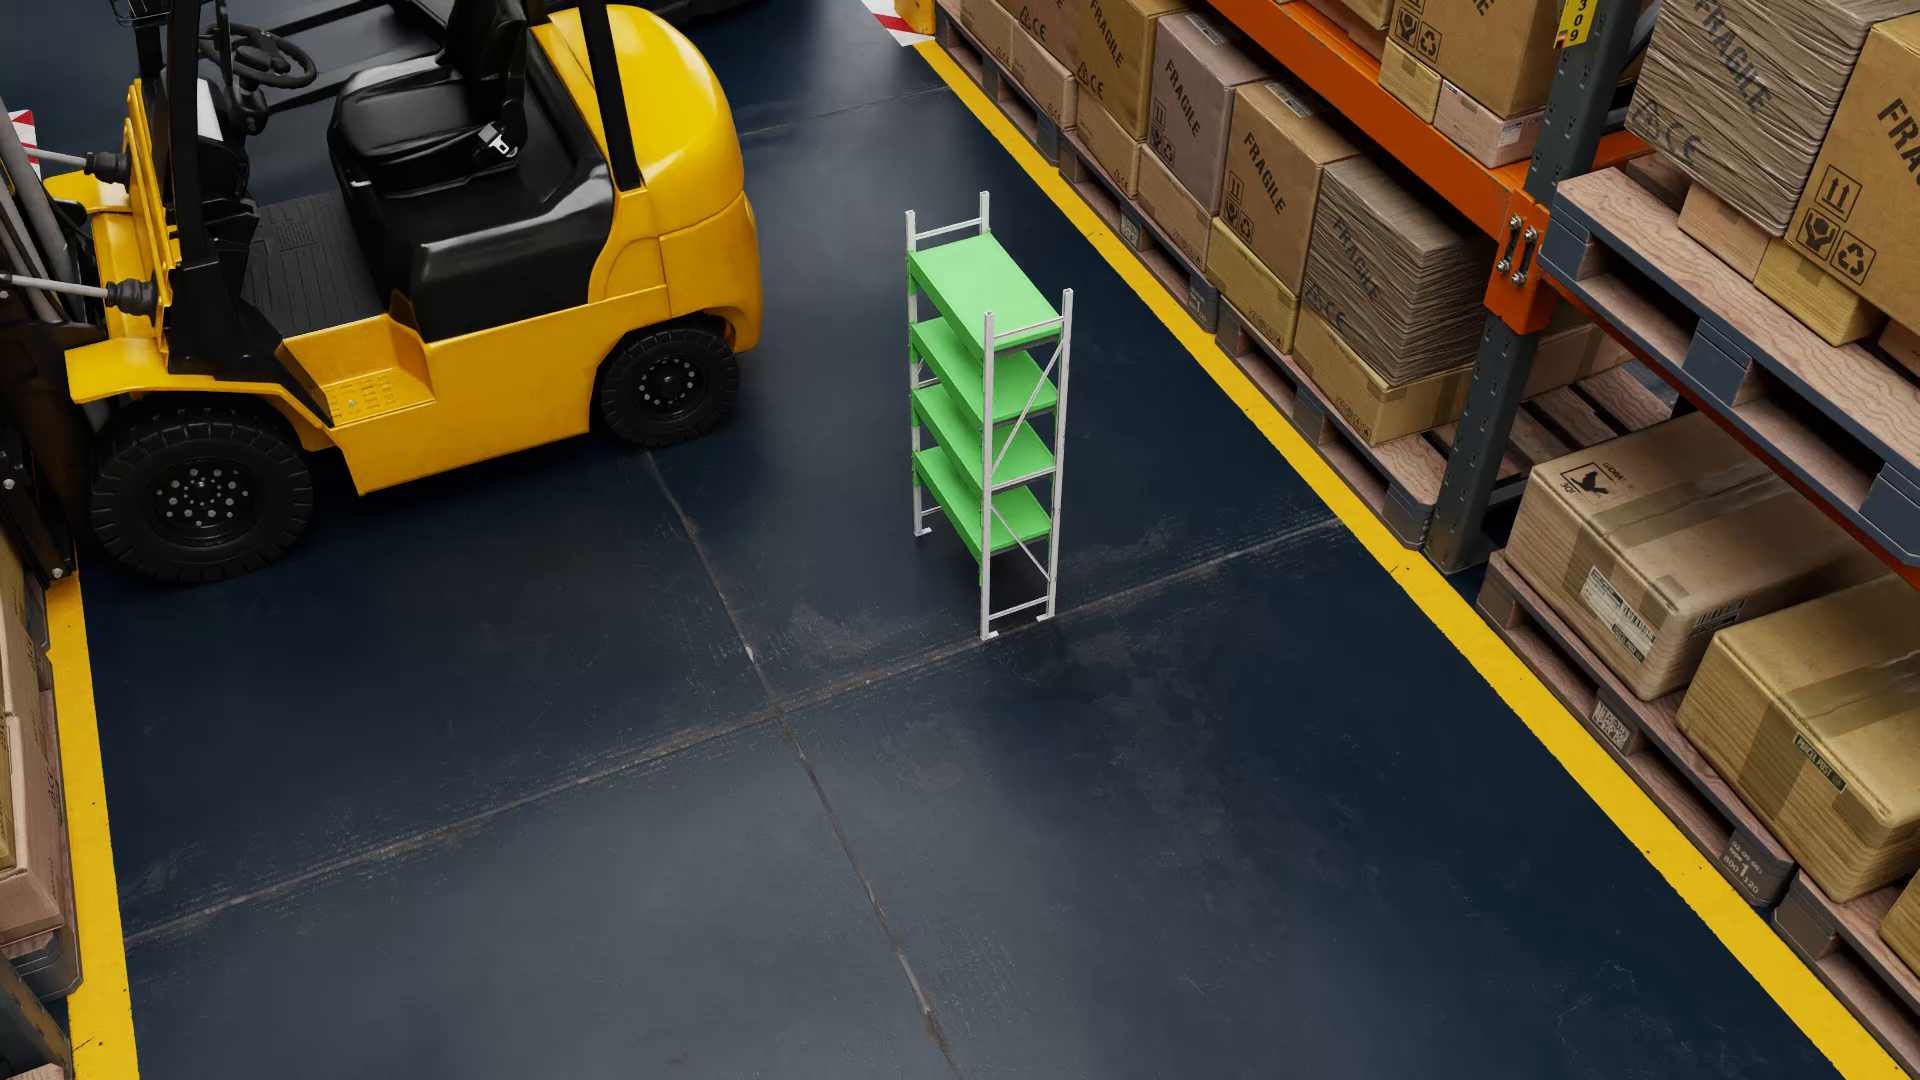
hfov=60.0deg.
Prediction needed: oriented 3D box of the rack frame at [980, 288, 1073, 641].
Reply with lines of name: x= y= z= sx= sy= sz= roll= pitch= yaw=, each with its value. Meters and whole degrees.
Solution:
rack frame: x=0.172 y=-0.166 z=4.564 sx=0.240 sy=1.200 sz=0.015 roll=-18 pitch=47 yaw=-17

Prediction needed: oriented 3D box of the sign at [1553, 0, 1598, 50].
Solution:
sign: x=1.436 y=-1.279 z=3.795 sx=0.100 sy=0.325 sz=0.005 roll=-18 pitch=47 yaw=-17

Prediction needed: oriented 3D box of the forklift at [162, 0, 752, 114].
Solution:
forklift: x=-2.048 y=-3.366 z=6.574 sx=3.031 sy=2.935 sz=1.130 roll=-30 pitch=52 yaw=-27

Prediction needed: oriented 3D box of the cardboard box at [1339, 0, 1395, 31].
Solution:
cardboard box: x=1.290 y=-1.814 z=4.669 sx=0.500 sy=0.500 sz=0.500 roll=-17 pitch=47 yaw=-16

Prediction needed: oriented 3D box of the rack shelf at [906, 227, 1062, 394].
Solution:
rack shelf: x=0.070 y=-0.618 z=4.429 sx=0.258 sy=0.148 sz=0.480 roll=-18 pitch=47 yaw=-17

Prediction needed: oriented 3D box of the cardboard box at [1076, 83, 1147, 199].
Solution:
cardboard box: x=0.780 y=-1.589 z=6.383 sx=0.500 sy=0.250 sz=0.500 roll=-15 pitch=47 yaw=-15

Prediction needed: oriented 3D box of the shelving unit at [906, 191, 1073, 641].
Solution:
shelving unit: x=0.070 y=-0.322 z=4.722 sx=0.258 sy=1.200 sz=0.503 roll=-18 pitch=47 yaw=-17

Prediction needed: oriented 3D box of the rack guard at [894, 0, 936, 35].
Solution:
rack guard: x=0.275 y=-2.747 z=7.678 sx=1.175 sy=0.500 sz=0.348 roll=-18 pitch=47 yaw=-17

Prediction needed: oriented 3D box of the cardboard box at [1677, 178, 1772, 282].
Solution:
cardboard box: x=1.871 y=-0.751 z=3.755 sx=0.380 sy=0.149 sz=0.250 roll=-17 pitch=47 yaw=-17

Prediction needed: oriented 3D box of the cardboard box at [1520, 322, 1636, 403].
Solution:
cardboard box: x=1.922 y=-0.763 z=5.546 sx=0.500 sy=0.250 sz=0.500 roll=-20 pitch=48 yaw=-19

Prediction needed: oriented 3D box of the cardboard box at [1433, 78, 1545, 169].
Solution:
cardboard box: x=1.513 y=-1.162 z=4.471 sx=0.380 sy=0.149 sz=0.250 roll=-18 pitch=48 yaw=-18

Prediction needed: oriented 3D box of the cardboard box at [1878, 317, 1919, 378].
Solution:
cardboard box: x=2.156 y=-0.431 z=3.431 sx=0.380 sy=0.149 sz=0.250 roll=-15 pitch=47 yaw=-15

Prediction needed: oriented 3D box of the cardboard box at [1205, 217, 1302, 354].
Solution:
cardboard box: x=1.199 y=-0.941 z=5.727 sx=0.500 sy=0.250 sz=0.500 roll=-19 pitch=48 yaw=-18

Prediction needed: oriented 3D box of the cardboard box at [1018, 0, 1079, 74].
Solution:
cardboard box: x=0.565 y=-2.181 z=6.449 sx=0.500 sy=0.500 sz=0.500 roll=-20 pitch=48 yaw=-19

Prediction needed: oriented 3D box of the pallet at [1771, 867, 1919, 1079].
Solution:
pallet: x=2.770 y=1.130 z=3.954 sx=1.003 sy=0.211 sz=1.213 roll=-18 pitch=47 yaw=-17

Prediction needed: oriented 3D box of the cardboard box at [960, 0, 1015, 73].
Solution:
cardboard box: x=0.331 y=-2.261 z=7.064 sx=0.500 sy=0.250 sz=0.500 roll=-18 pitch=48 yaw=-18

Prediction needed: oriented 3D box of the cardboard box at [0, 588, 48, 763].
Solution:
cardboard box: x=-2.708 y=0.436 z=4.331 sx=0.500 sy=0.250 sz=0.500 roll=-19 pitch=48 yaw=-18

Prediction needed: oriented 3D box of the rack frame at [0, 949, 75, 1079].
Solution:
rack frame: x=-2.577 y=0.332 z=2.778 sx=1.000 sy=3.000 sz=0.127 roll=-18 pitch=47 yaw=-17

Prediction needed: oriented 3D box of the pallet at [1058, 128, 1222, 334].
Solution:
pallet: x=1.093 y=-1.340 z=6.458 sx=1.003 sy=0.211 sz=1.213 roll=-18 pitch=47 yaw=-17

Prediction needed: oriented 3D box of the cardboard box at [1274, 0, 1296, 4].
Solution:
cardboard box: x=1.083 y=-1.808 z=5.126 sx=0.380 sy=0.149 sz=0.250 roll=-19 pitch=48 yaw=-18

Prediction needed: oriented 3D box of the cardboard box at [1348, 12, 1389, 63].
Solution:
cardboard box: x=1.363 y=-1.508 z=4.822 sx=0.380 sy=0.149 sz=0.250 roll=-18 pitch=47 yaw=-17

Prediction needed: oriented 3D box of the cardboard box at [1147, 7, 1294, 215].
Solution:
cardboard box: x=1.001 y=-1.520 z=5.780 sx=0.500 sy=0.500 sz=0.500 roll=-16 pitch=47 yaw=-15

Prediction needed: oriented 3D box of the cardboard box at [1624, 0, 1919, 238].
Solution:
cardboard box: x=1.862 y=-1.044 z=3.590 sx=0.500 sy=0.500 sz=0.500 roll=-17 pitch=47 yaw=-16

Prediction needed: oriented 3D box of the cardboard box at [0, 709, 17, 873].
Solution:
cardboard box: x=-2.501 y=0.584 z=3.826 sx=0.500 sy=0.250 sz=0.500 roll=-18 pitch=47 yaw=-18

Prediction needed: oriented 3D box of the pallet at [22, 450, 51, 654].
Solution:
pallet: x=-3.391 y=0.027 z=5.073 sx=1.003 sy=0.211 sz=1.213 roll=-18 pitch=47 yaw=-17

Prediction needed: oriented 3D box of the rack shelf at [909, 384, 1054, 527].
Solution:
rack shelf: x=0.070 y=-0.276 z=4.767 sx=0.258 sy=0.148 sz=0.480 roll=-18 pitch=47 yaw=-17

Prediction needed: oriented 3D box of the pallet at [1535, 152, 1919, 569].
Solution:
pallet: x=2.114 y=-0.538 z=3.796 sx=1.003 sy=0.211 sz=1.213 roll=-18 pitch=47 yaw=-17

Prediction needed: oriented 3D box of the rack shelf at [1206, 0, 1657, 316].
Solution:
rack shelf: x=1.084 y=-2.155 z=5.810 sx=1.077 sy=0.370 sz=4.000 roll=-18 pitch=47 yaw=-17

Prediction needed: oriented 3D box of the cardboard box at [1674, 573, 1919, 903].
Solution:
cardboard box: x=2.453 y=0.440 z=4.240 sx=0.950 sy=0.372 sz=0.625 roll=-15 pitch=47 yaw=-15

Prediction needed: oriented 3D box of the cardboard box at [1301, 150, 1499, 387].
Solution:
cardboard box: x=1.433 y=-0.872 z=5.123 sx=0.500 sy=0.500 sz=0.500 roll=-19 pitch=48 yaw=-18
